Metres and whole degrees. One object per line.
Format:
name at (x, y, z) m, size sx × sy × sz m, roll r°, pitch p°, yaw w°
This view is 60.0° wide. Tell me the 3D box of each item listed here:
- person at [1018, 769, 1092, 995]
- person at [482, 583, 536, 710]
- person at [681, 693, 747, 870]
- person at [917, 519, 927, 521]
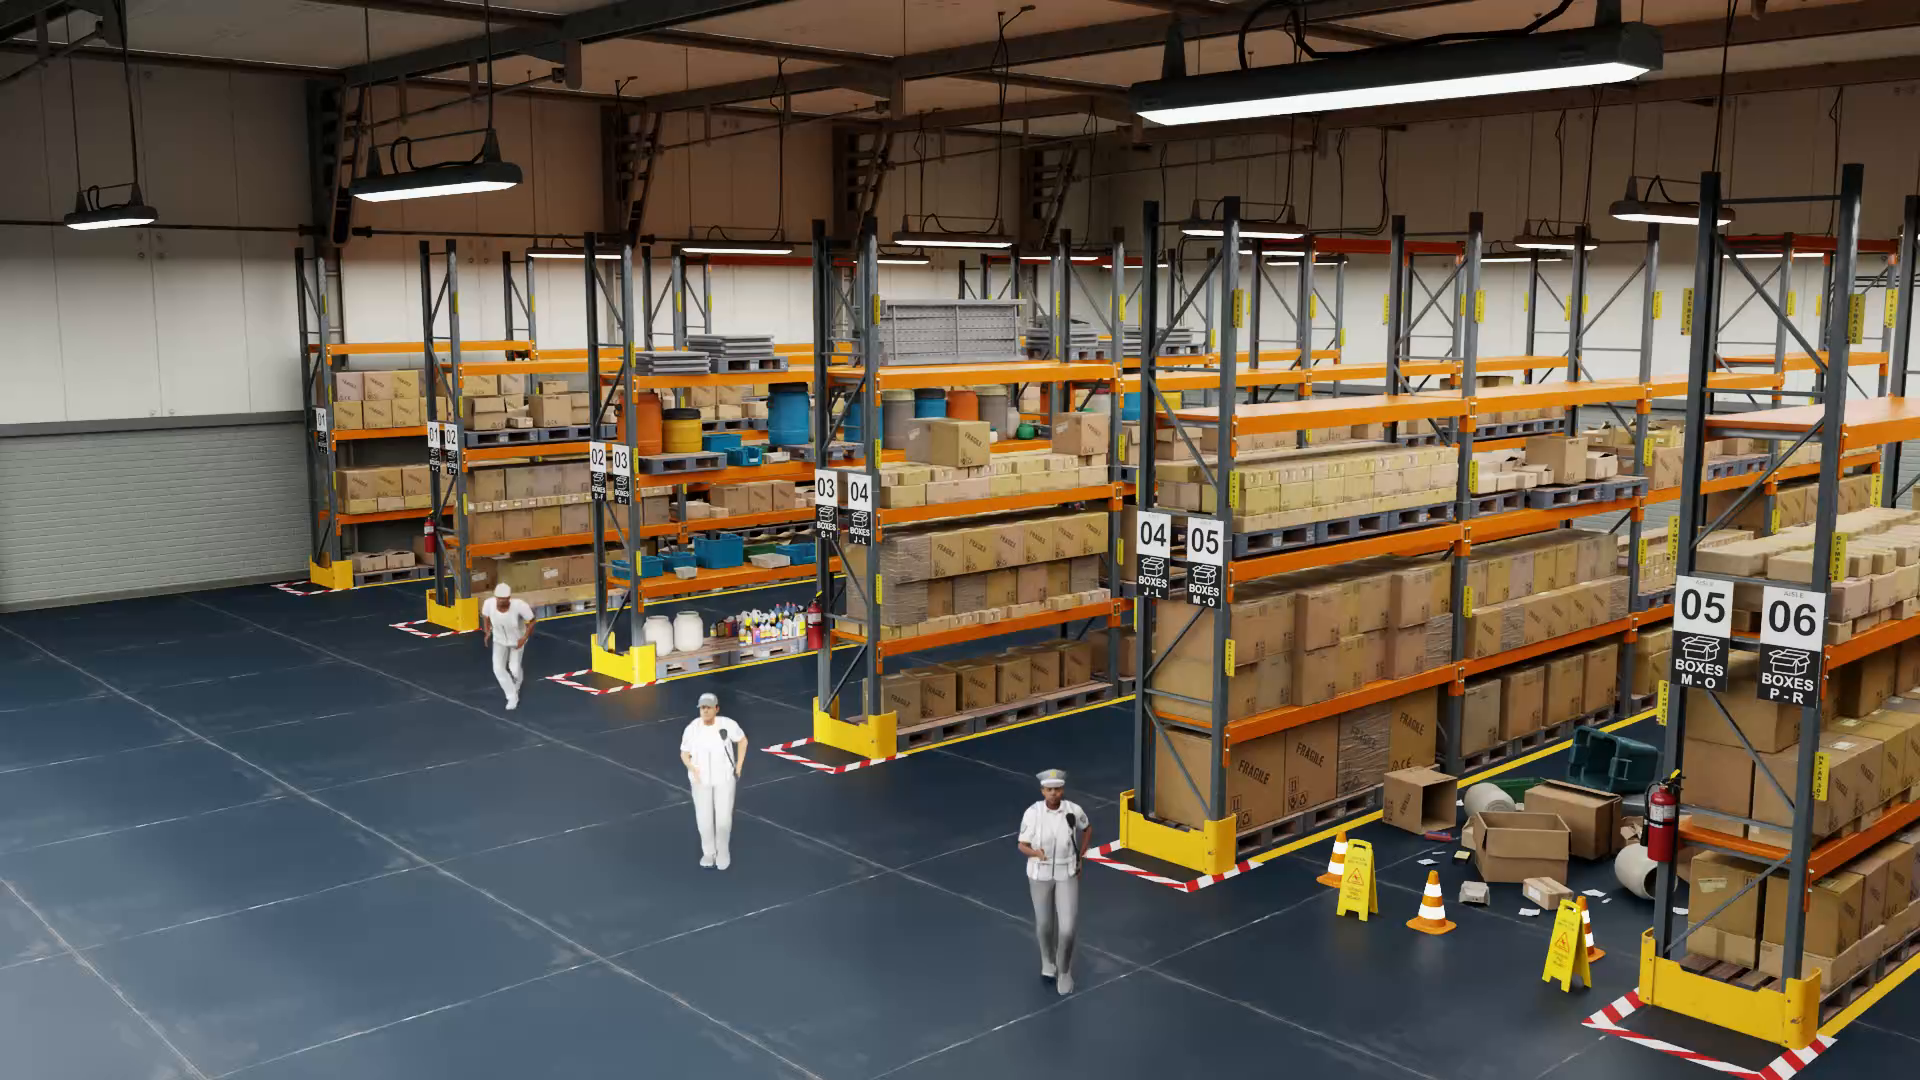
person at (0.708, 2.540, 12.383) m, size 0.559 × 1.727 × 0.677 m, roll 0°, pitch 8°, yaw 3°
person at (-5.697, 1.303, 21.140) m, size 0.677 × 1.653 × 1.071 m, roll 0°, pitch 8°, yaw -1°
person at (-2.221, 2.176, 14.961) m, size 0.580 × 1.632 × 0.611 m, roll 0°, pitch 8°, yaw 0°
person at (-0.704, -0.210, 29.112) m, size 0.609 × 1.665 × 0.493 m, roll 6°, pitch 10°, yaw 33°
